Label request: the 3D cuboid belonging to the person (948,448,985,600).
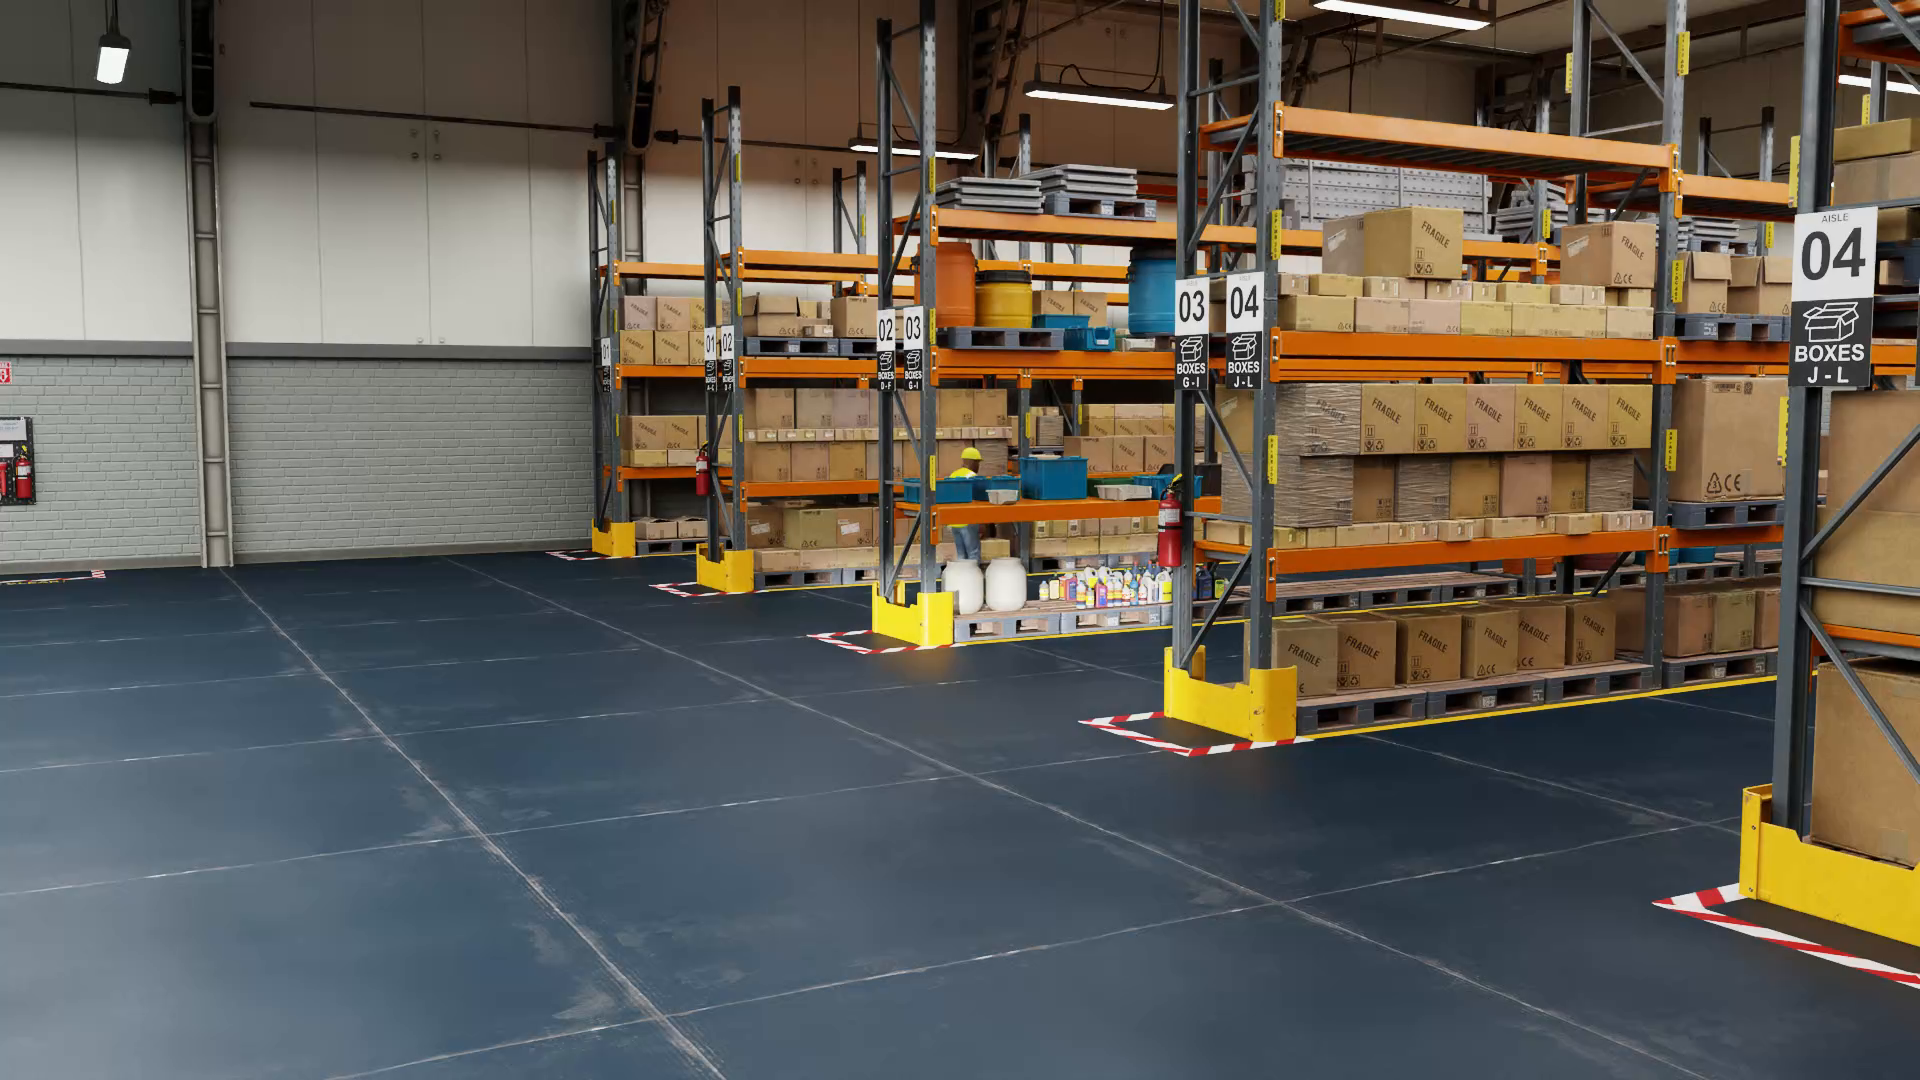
[{"bbox_3d":[0.089,-0.189,19.328,0.462,1.759,0.628,-3,6,-31],"label":"person"}]
